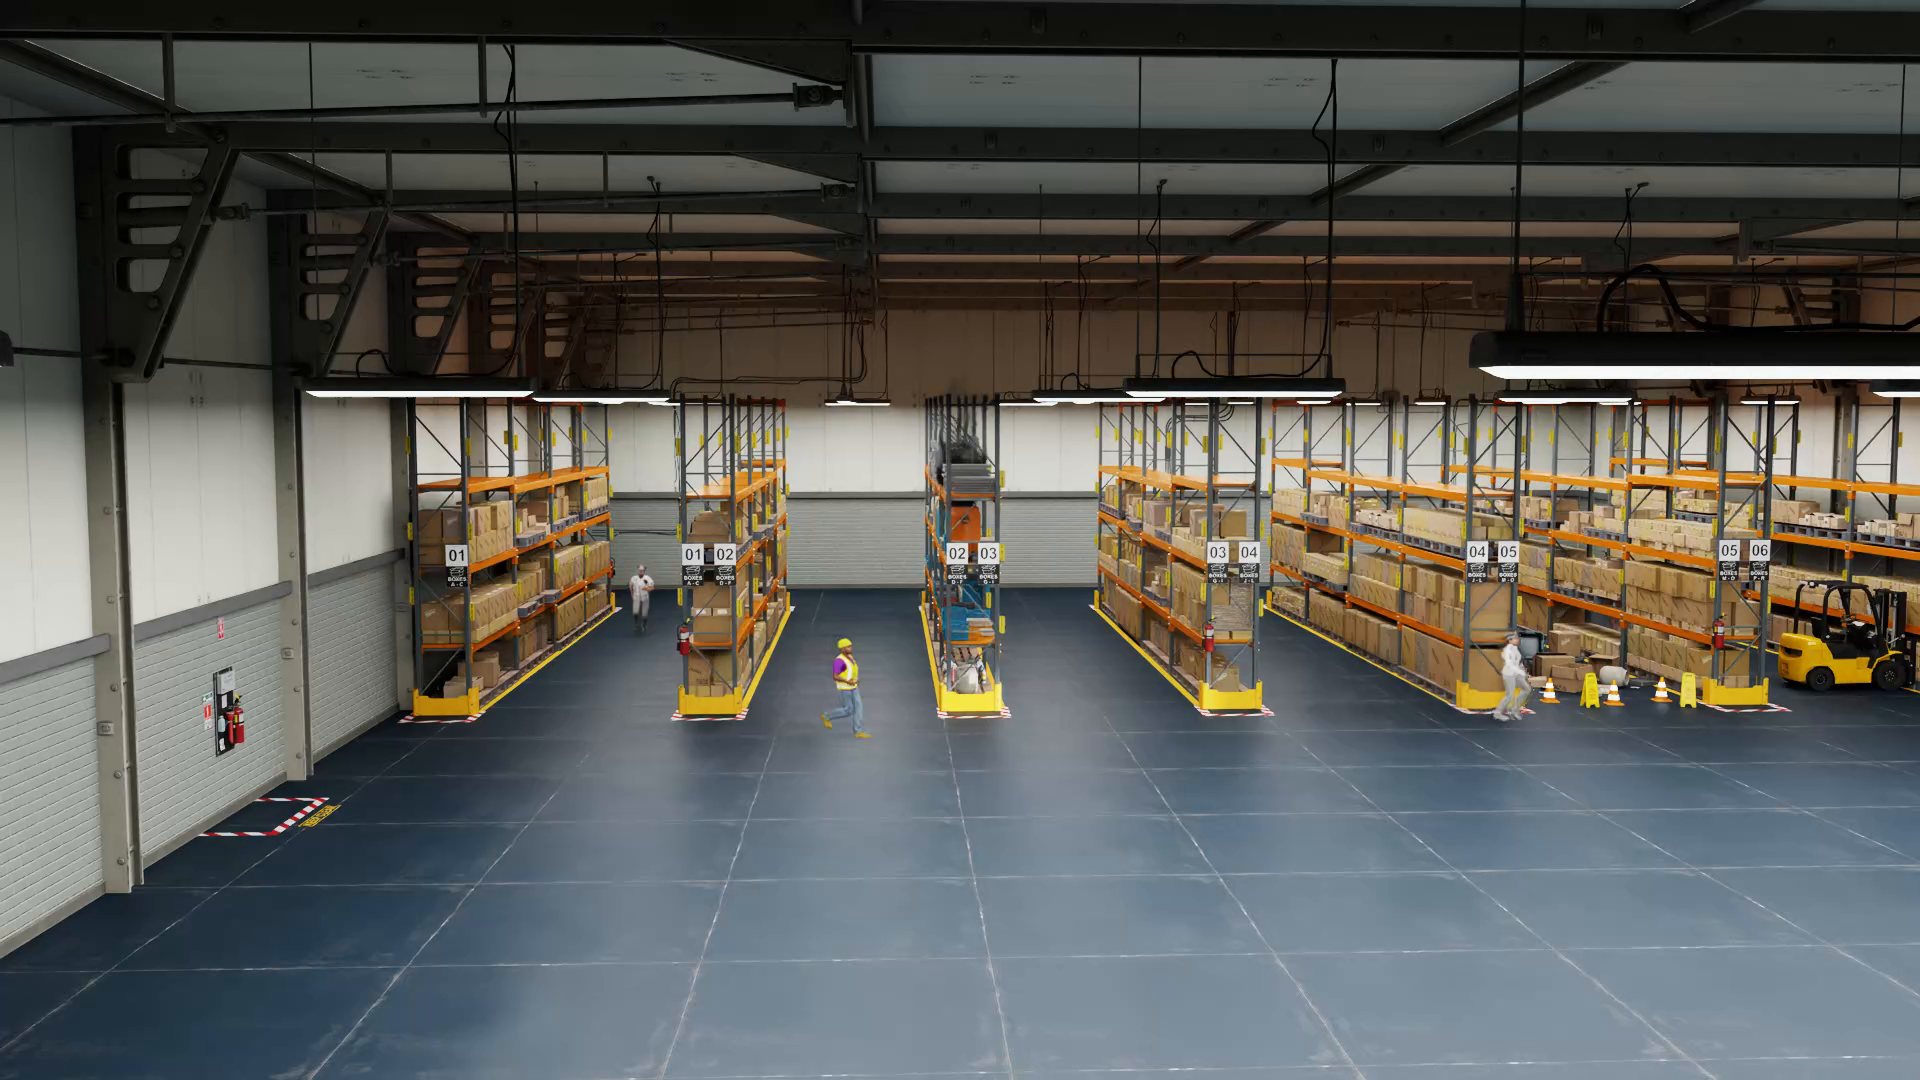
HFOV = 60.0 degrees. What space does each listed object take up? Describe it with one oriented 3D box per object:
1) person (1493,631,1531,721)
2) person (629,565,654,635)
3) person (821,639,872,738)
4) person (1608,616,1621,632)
[{"bbox_3d":[10.115,2.488,30.447,0.628,1.671,0.629,2,5,27],"label":"person"},{"bbox_3d":[-8.089,1.486,42.247,0.647,1.730,0.716,0,5,-6],"label":"person"},{"bbox_3d":[-1.960,2.580,28.906,0.919,1.737,0.713,2,5,21],"label":"person"},{"bbox_3d":[16.280,1.659,40.950,0.570,1.634,0.685,0,5,-3],"label":"person"}]
